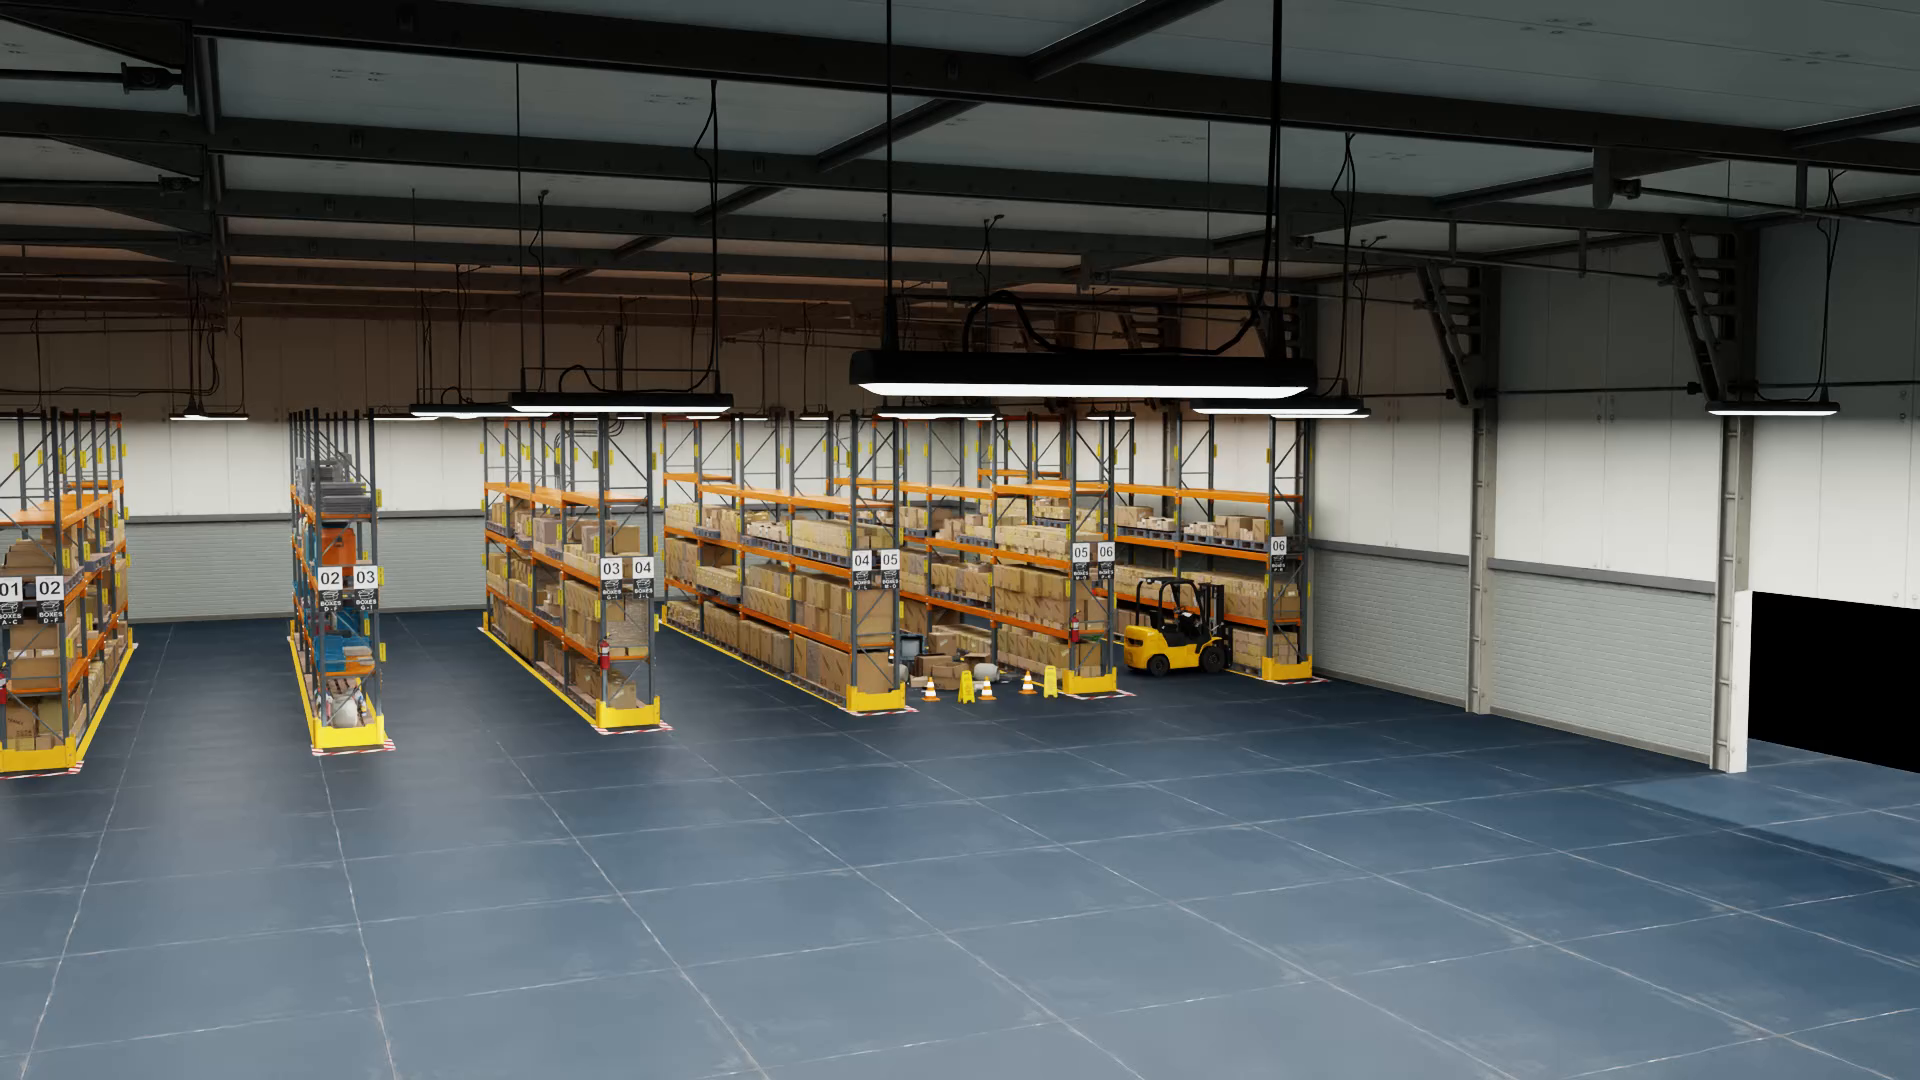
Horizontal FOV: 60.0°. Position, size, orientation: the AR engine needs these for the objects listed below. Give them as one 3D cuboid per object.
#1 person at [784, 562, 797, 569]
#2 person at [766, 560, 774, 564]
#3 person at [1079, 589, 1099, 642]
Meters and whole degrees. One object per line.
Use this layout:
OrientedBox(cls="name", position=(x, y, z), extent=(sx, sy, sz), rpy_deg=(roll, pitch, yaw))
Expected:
OrientedBox(cls="person", position=(-5.336, 1.230, 52.310), extent=(0.459, 1.603, 1.038), rpy_deg=(0, 4, -5))
OrientedBox(cls="person", position=(-5.445, 1.471, 48.107), extent=(0.477, 1.765, 0.581), rpy_deg=(1, 4, 12))
OrientedBox(cls="person", position=(3.091, 2.054, 39.808), extent=(0.630, 1.791, 0.731), rpy_deg=(-2, 5, -28))
